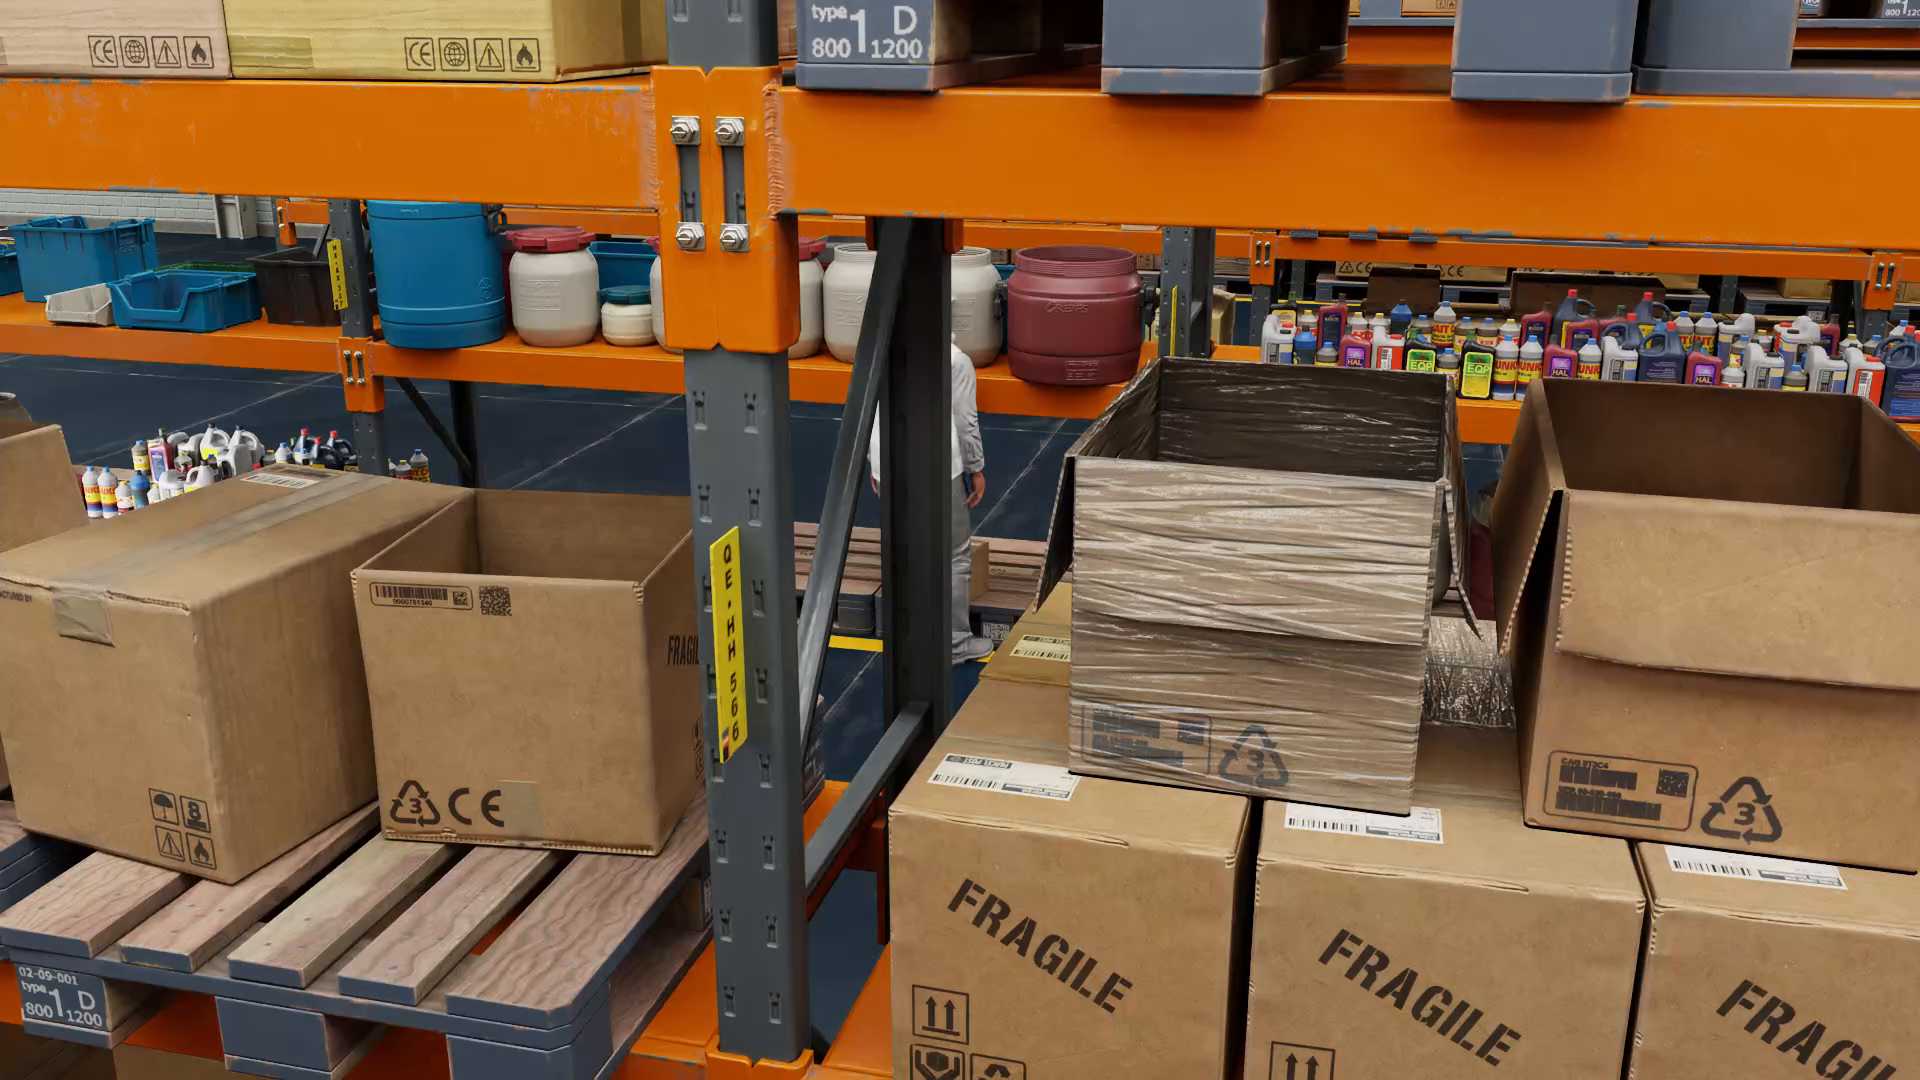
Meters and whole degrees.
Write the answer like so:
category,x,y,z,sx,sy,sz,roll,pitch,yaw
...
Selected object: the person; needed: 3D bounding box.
category,x,y,z,sx,sy,sz,roll,pitch,yaw
person,-0.161,-0.321,7.492,0.594,1.772,0.461,10,20,27
